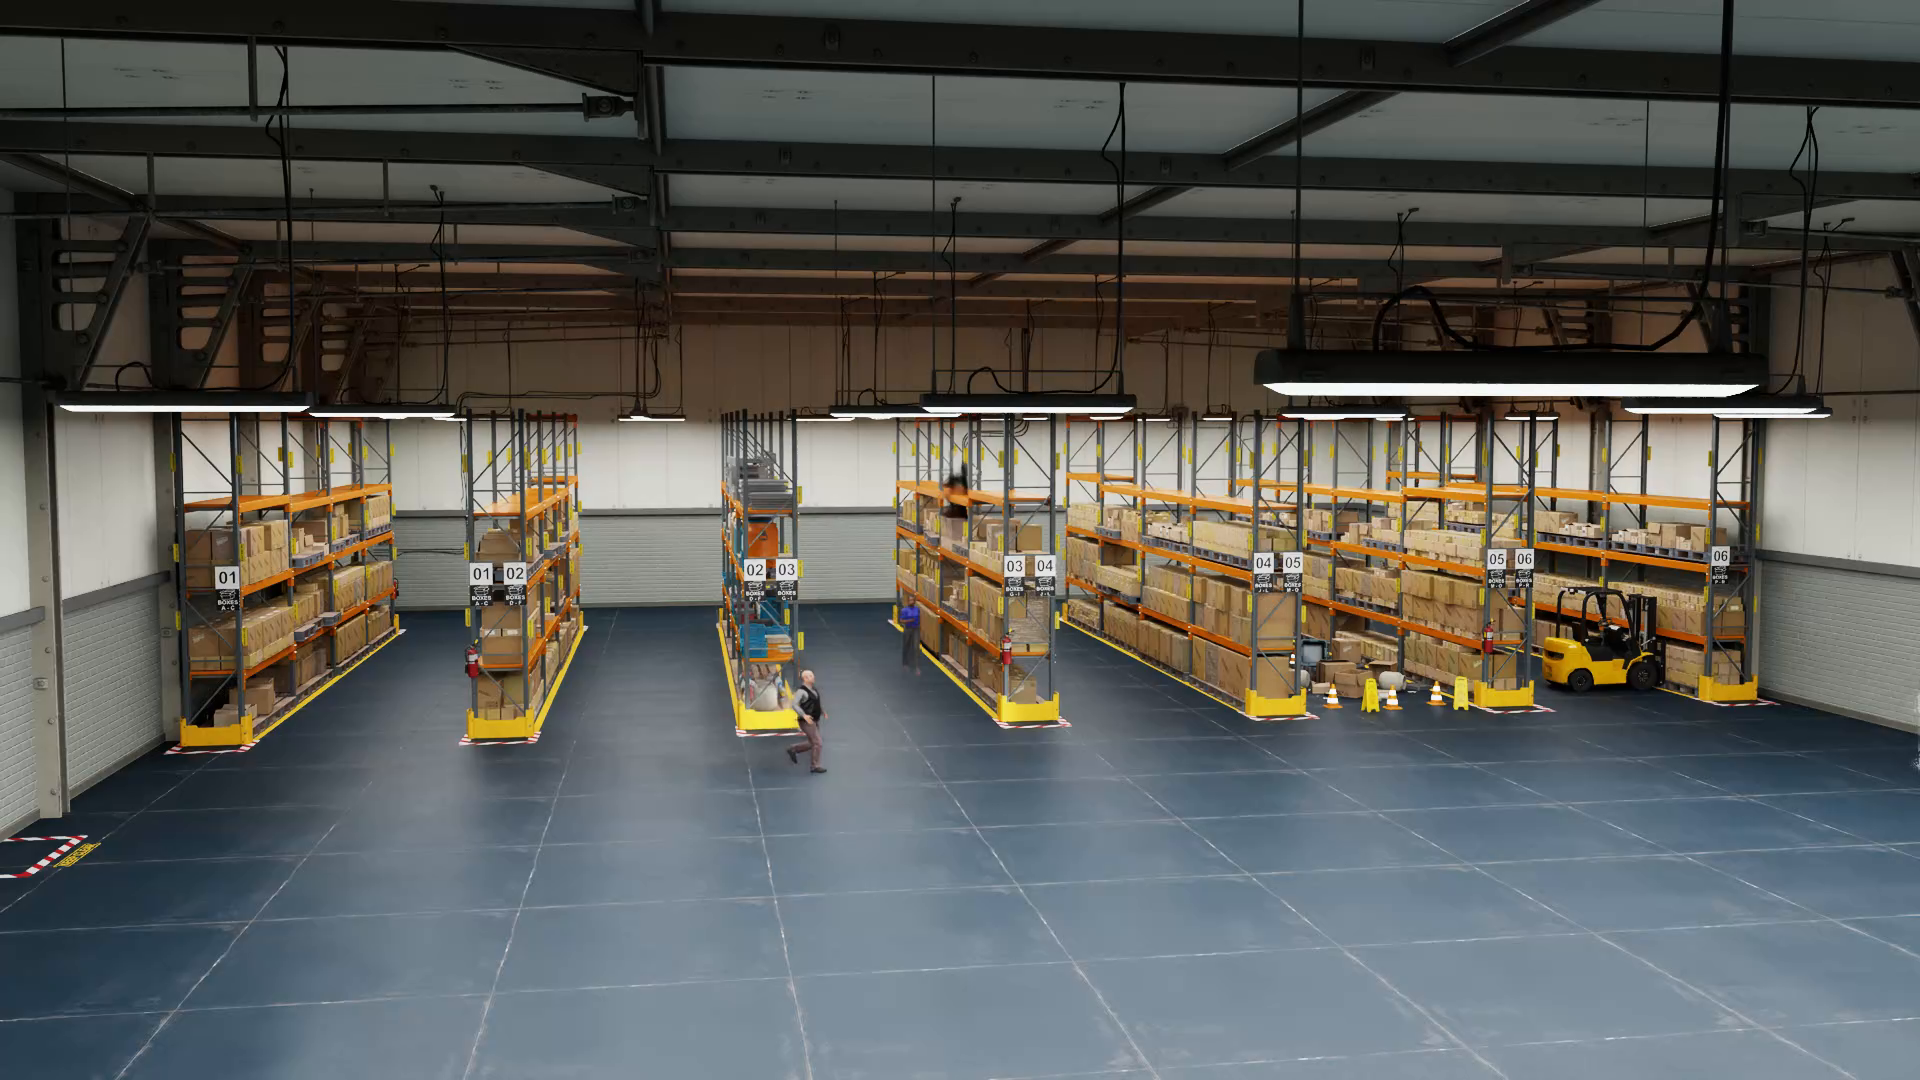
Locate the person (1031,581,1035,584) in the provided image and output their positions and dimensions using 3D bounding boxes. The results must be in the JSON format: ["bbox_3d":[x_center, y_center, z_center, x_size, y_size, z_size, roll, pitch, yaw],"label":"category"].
[{"bbox_3d":[2.137,1.701,46.495,0.702,1.609,1.042,0,4,0],"label":"person"}]

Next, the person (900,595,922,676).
[{"bbox_3d":[-1.056,2.065,36.257,0.566,1.718,0.725,-2,4,-21],"label":"person"}]

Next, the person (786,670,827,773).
[{"bbox_3d":[-2.531,2.974,27.288,0.772,1.686,0.694,1,4,19],"label":"person"}]
